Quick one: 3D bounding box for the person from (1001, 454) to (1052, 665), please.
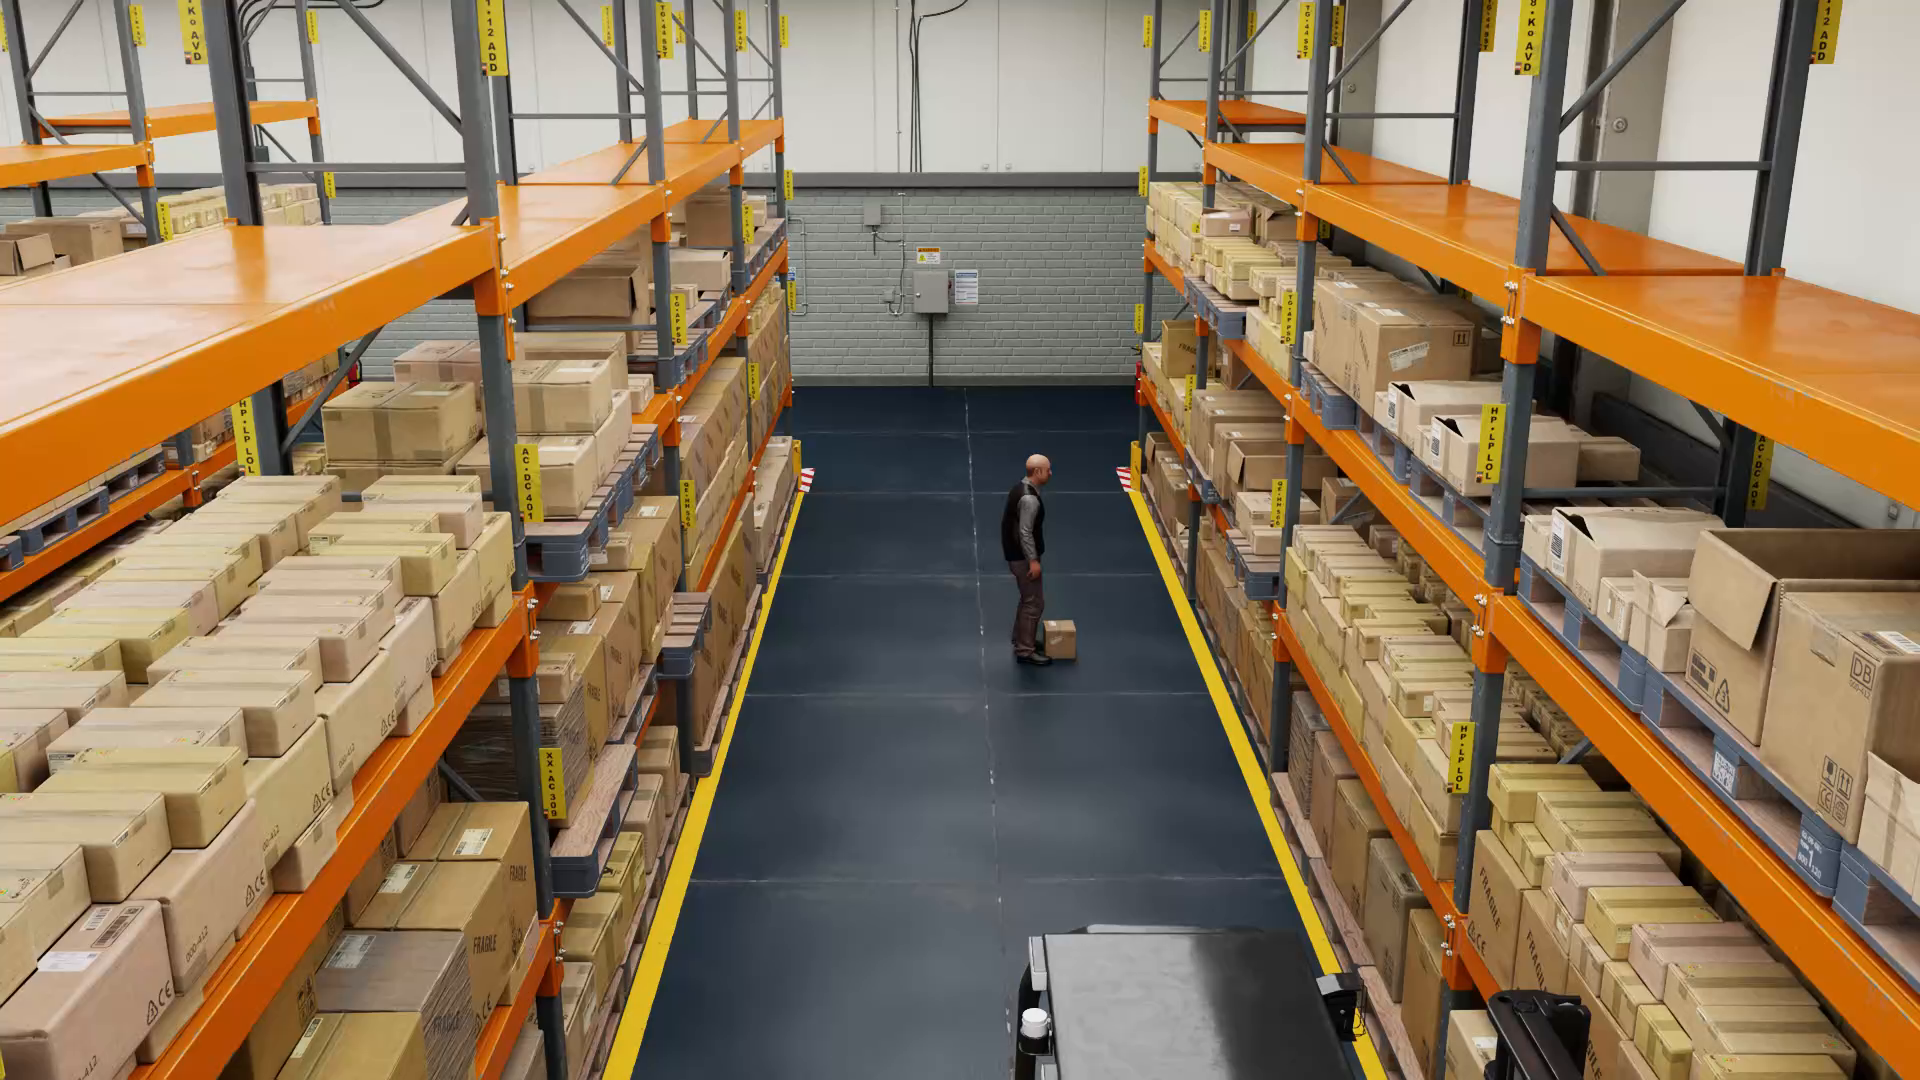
[{"bbox_3d":[0.551,0.137,13.717,0.421,1.720,0.580,0,17,-1],"label":"person"}]
